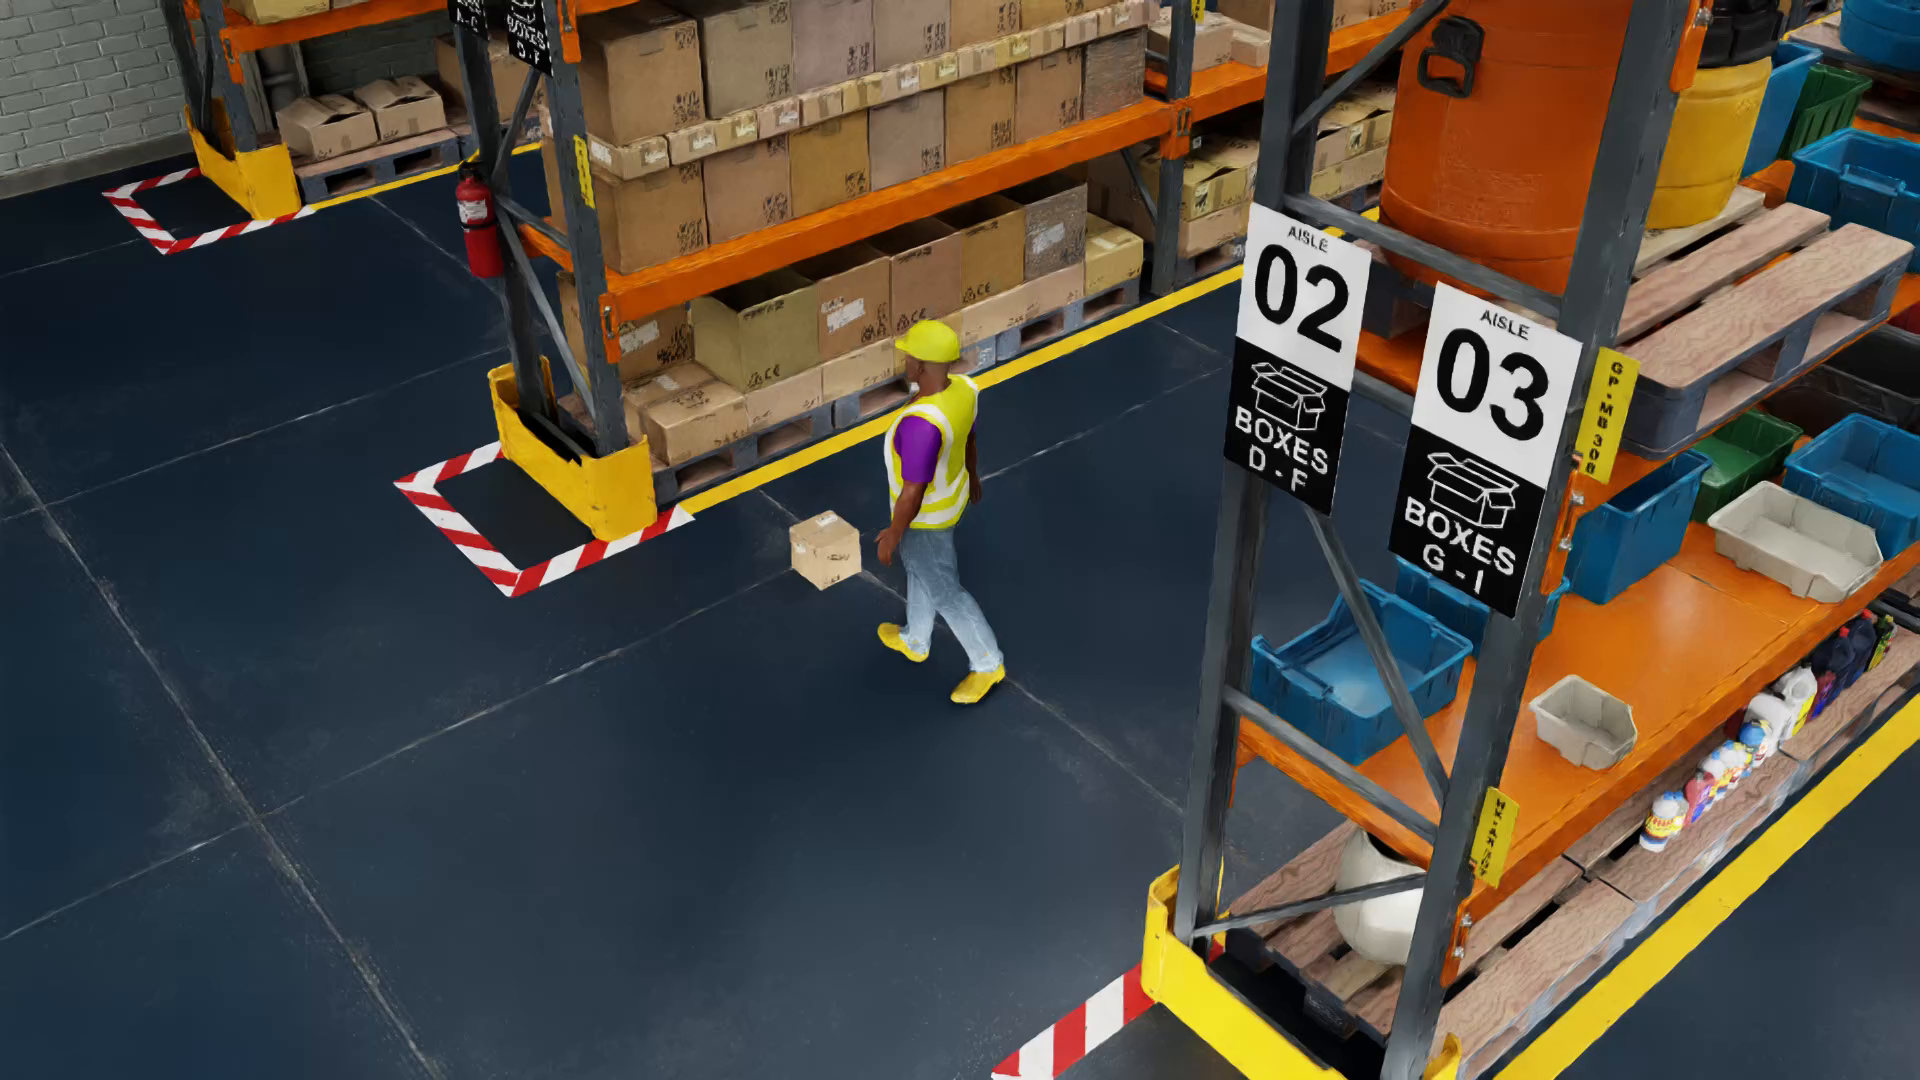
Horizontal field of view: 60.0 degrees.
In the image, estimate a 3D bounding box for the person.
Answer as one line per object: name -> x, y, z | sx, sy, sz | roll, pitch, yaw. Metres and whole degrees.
person -> -0.092, -0.155, 7.279 | 0.682, 1.758, 0.681 | 9, 37, 13
